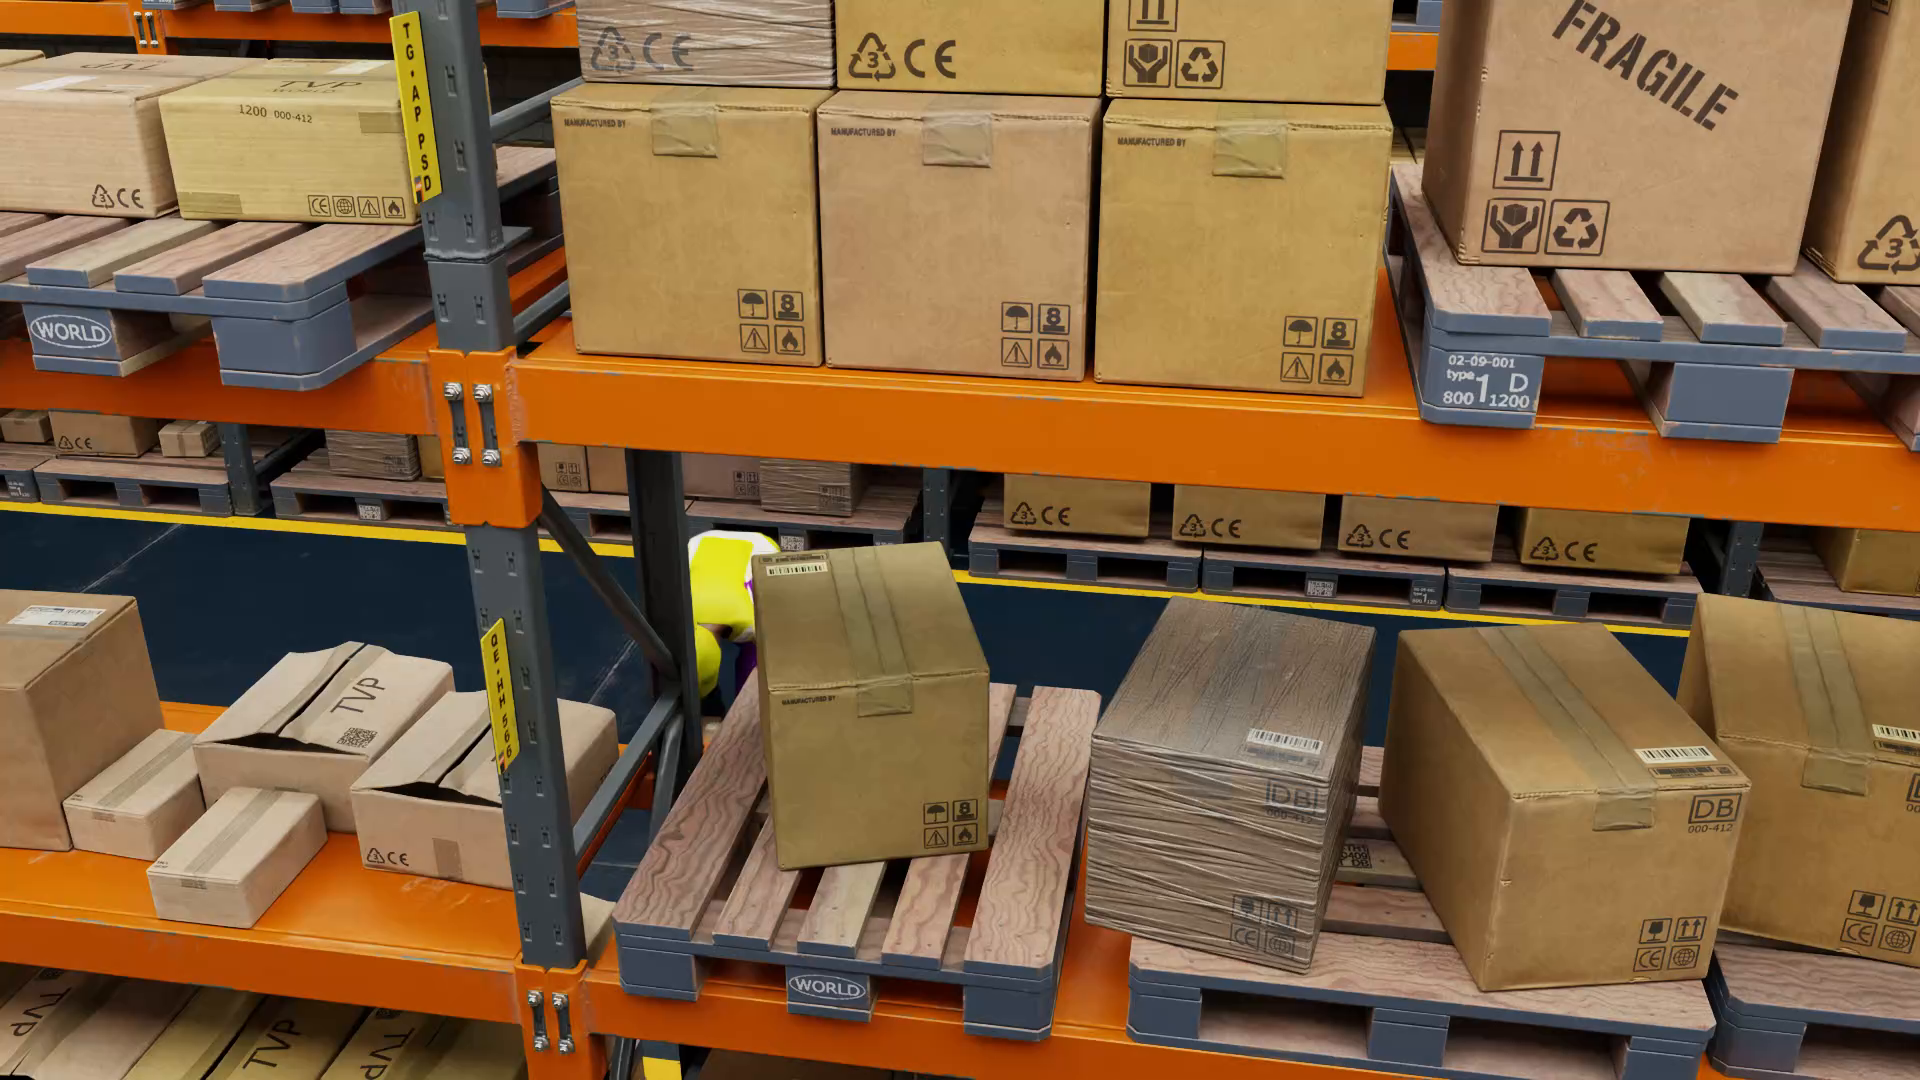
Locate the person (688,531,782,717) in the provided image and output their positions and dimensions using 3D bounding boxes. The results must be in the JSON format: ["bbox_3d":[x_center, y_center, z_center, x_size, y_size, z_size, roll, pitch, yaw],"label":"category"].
[{"bbox_3d":[-0.966,0.542,6.776,0.493,1.031,0.979,3,25,6],"label":"person"}]
